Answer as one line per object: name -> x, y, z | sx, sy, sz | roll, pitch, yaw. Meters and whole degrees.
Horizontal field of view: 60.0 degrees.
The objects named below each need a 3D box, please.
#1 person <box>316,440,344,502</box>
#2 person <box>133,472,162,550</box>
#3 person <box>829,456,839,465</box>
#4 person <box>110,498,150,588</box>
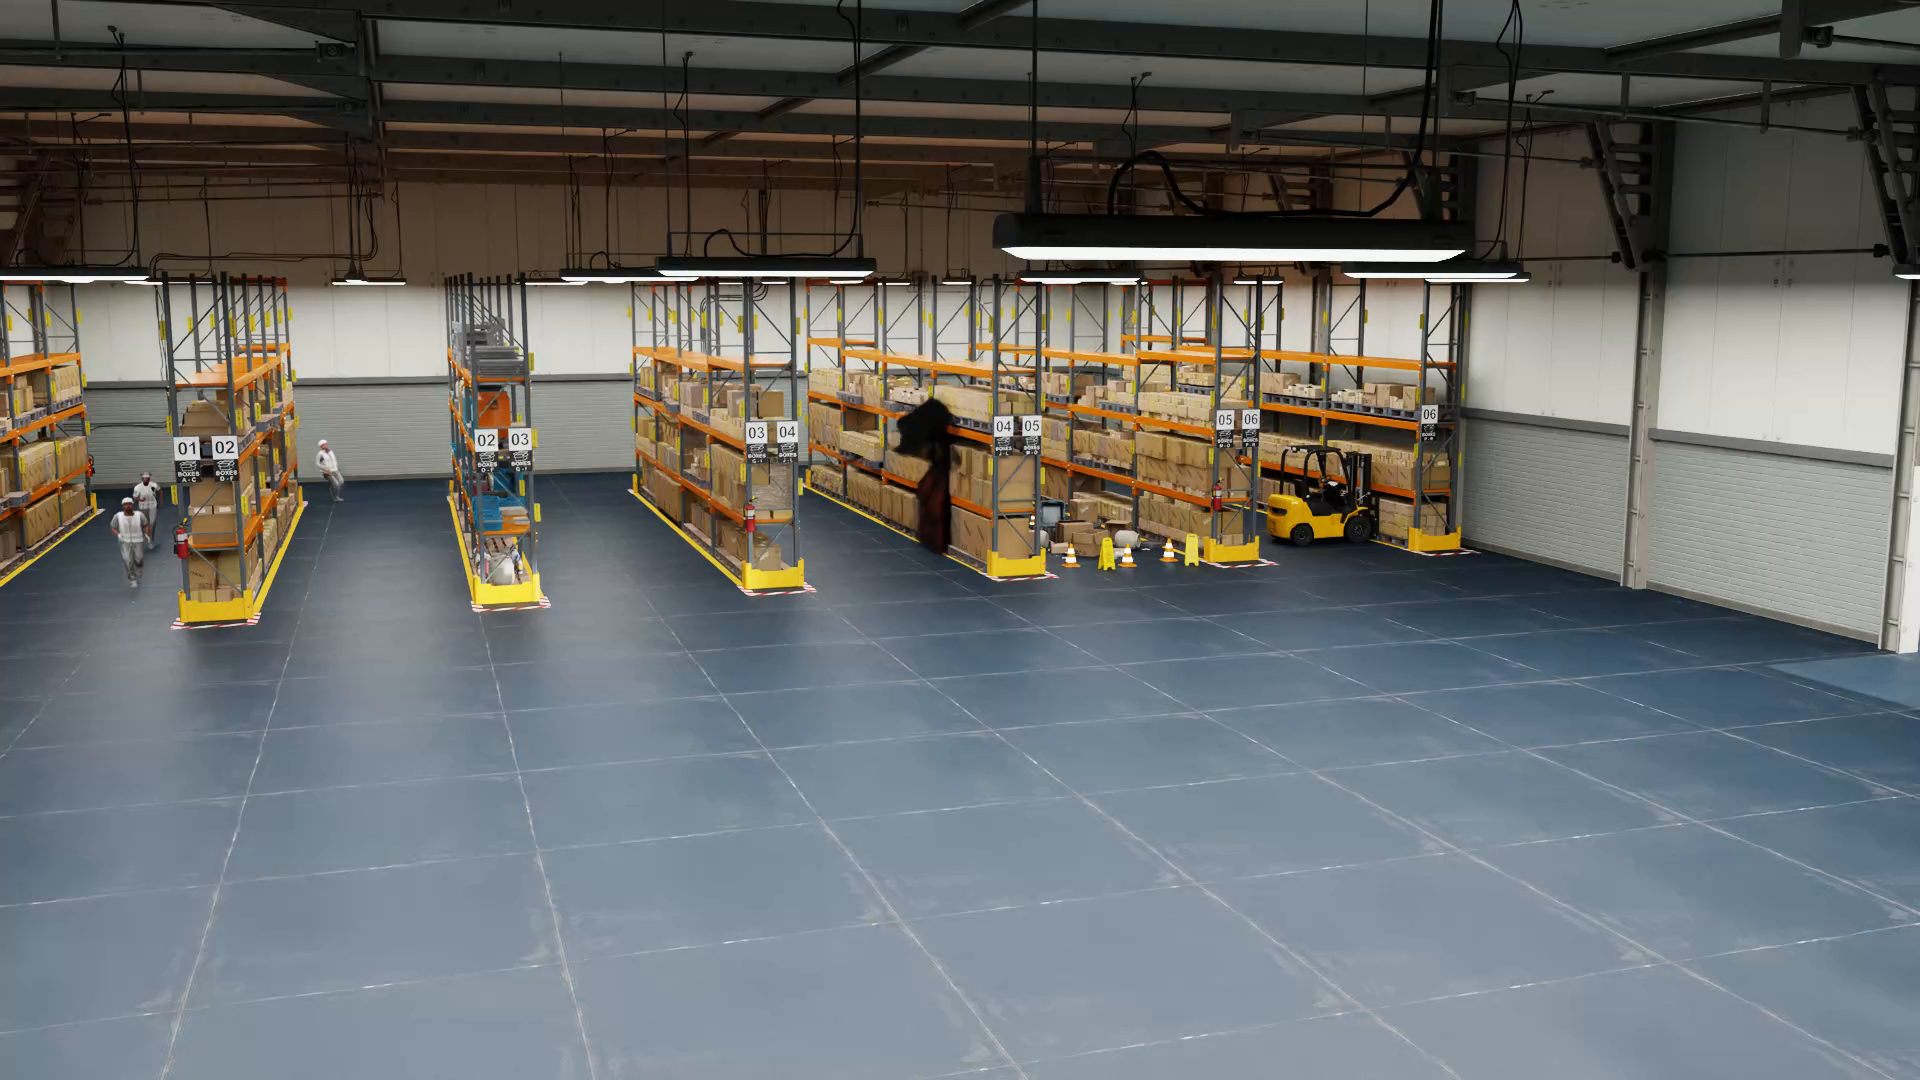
person -> -16.935, -1.852, 44.737 | 0.531, 1.689, 0.707 | 4, 10, 25
person -> -18.065, -0.672, 37.010 | 0.599, 1.727, 0.918 | -4, 10, -27
person -> -3.698, -2.714, 50.295 | 0.654, 1.747, 0.655 | -7, 11, -40
person -> -16.003, 0.042, 32.096 | 0.685, 1.737, 0.603 | -5, 10, -28
